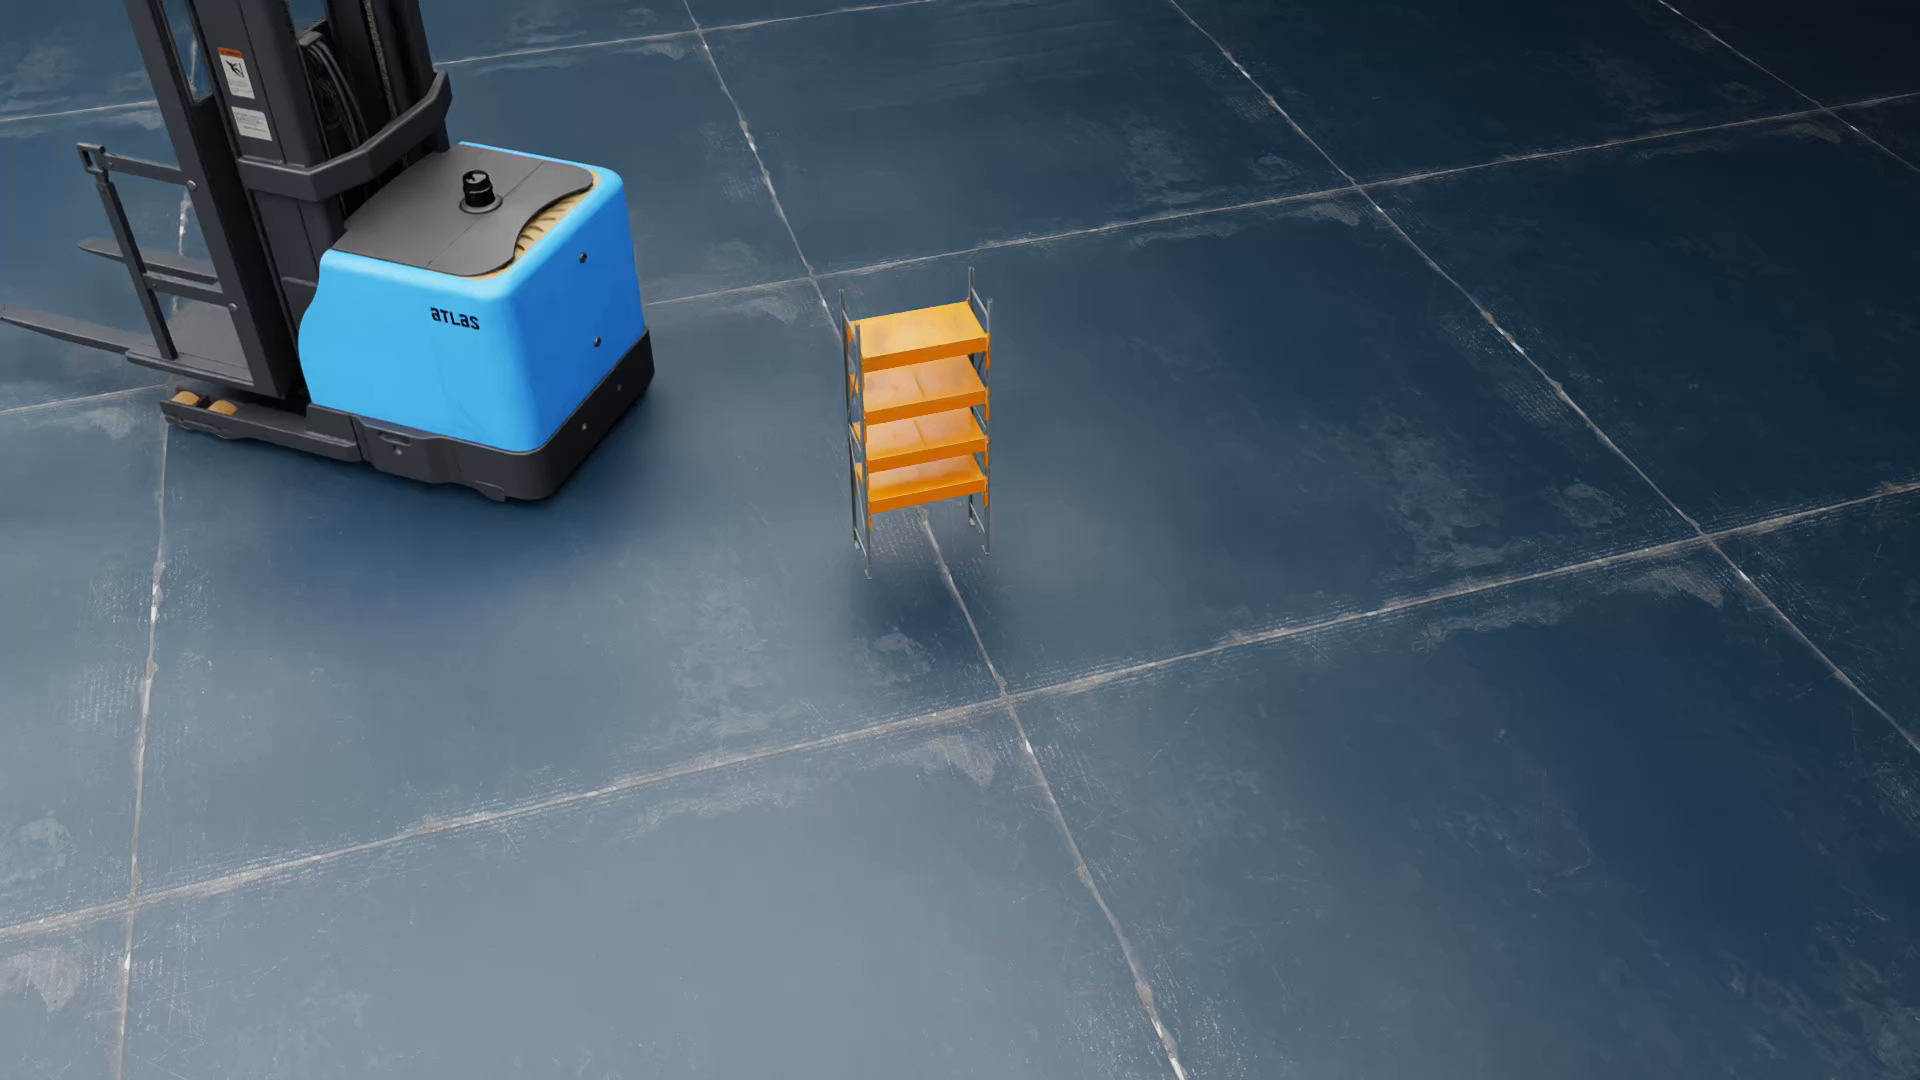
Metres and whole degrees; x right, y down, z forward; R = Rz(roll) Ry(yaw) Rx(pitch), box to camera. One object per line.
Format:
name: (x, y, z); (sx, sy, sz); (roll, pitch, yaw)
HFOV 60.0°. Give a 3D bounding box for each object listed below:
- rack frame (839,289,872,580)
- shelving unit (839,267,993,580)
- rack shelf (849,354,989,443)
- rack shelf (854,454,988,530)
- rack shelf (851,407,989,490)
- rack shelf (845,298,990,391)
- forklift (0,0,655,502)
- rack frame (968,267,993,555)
rack frame: (-0.391, -0.371, 6.263); (0.015, 1.200, 0.240); (-12, 42, -13)
shelving unit: (-0.158, -0.419, 6.318); (0.503, 1.200, 0.258); (-12, 42, -13)
rack shelf: (-0.158, -0.537, 6.215); (0.480, 0.148, 0.258); (-12, 42, -13)
rack shelf: (-0.158, -0.219, 6.493); (0.480, 0.148, 0.258); (-12, 42, -13)
rack shelf: (-0.158, -0.368, 6.362); (0.480, 0.148, 0.258); (-12, 42, -13)
rack shelf: (-0.158, -0.715, 6.059); (0.480, 0.148, 0.258); (-12, 42, -13)
forklift: (-2.950, -1.856, 6.647); (3.031, 2.935, 1.130); (13, 43, 15)
rack frame: (0.075, -0.467, 6.373); (0.015, 1.200, 0.240); (-12, 42, -13)
